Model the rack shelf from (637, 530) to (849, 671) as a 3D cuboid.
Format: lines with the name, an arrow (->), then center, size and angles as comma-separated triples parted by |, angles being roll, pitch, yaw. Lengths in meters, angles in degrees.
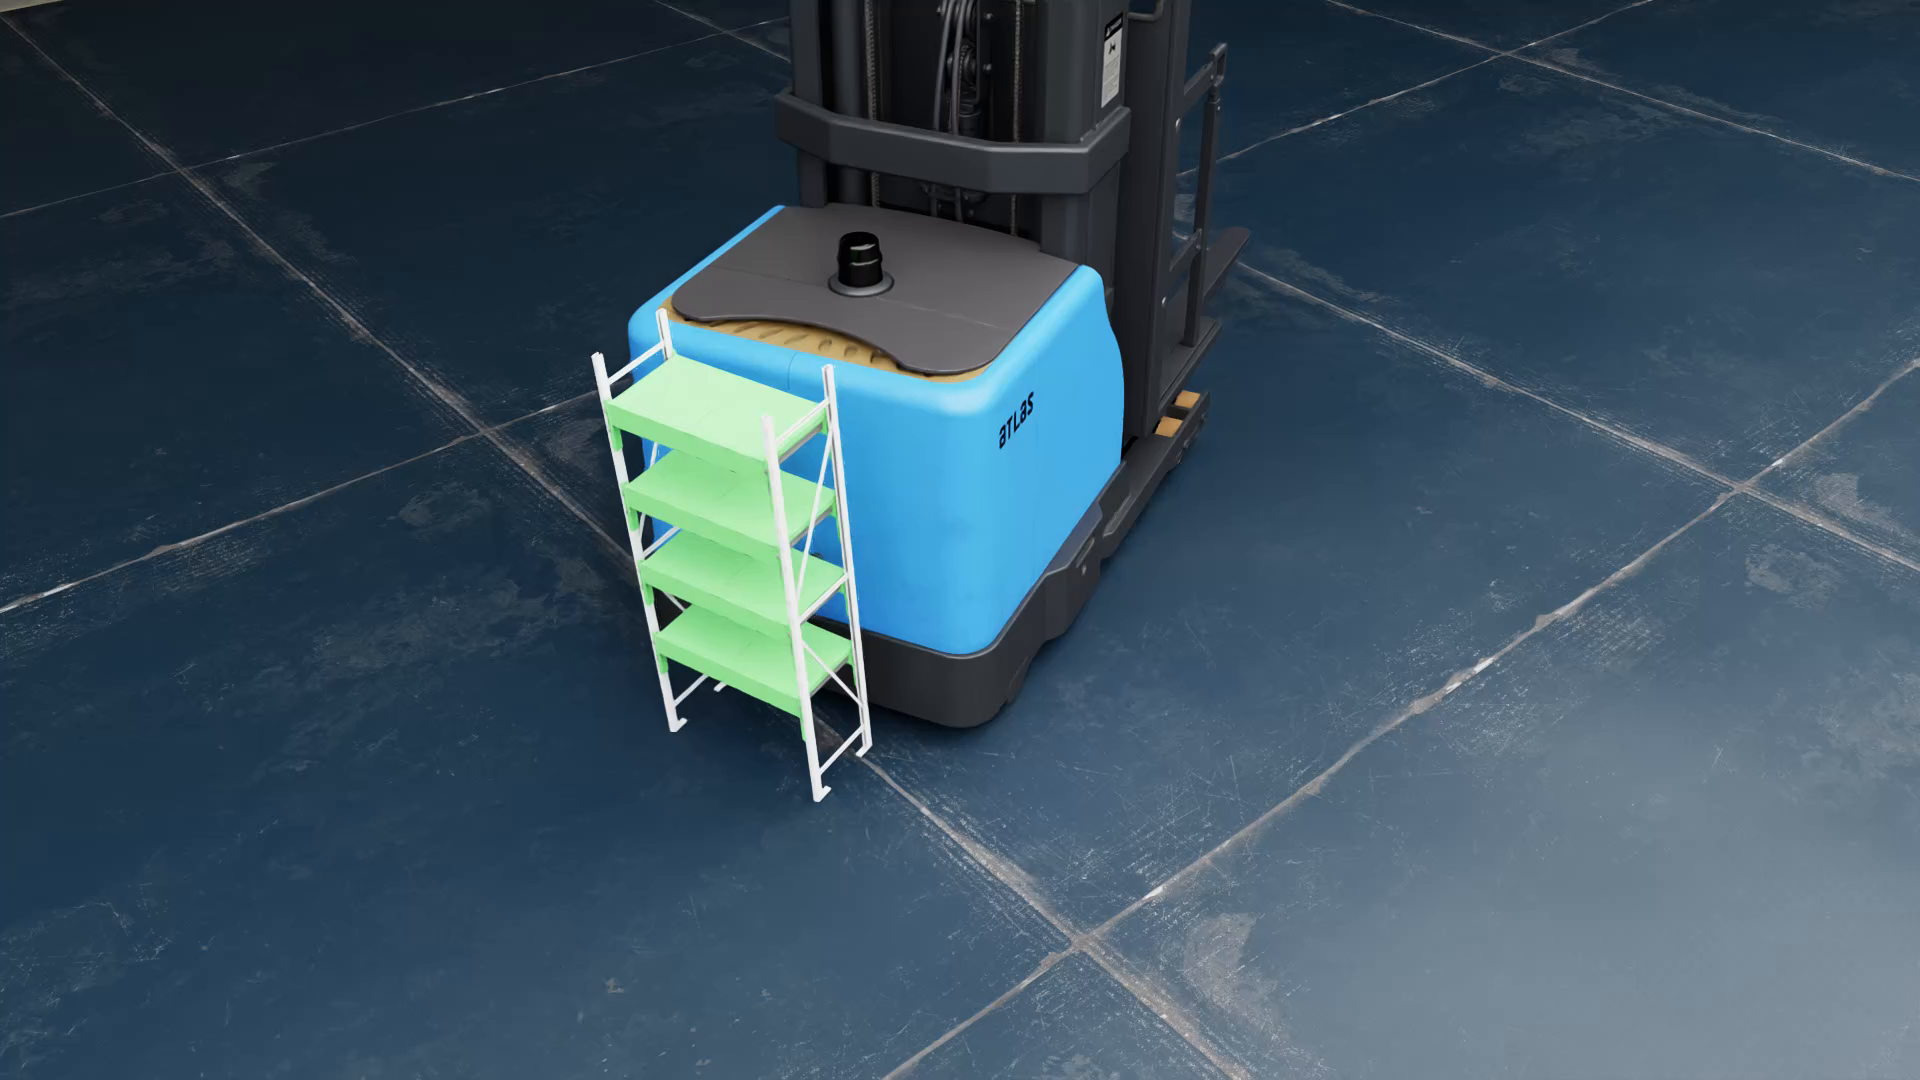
rack shelf -> -0.532, 0.116, 4.143 | 0.480, 0.148, 0.258 | 21, 44, 26

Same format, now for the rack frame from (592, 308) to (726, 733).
rack frame -> -0.739, -0.011, 4.212 | 0.015, 1.200, 0.240 | 21, 44, 26

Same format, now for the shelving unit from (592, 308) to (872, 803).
shelving unit -> -0.534, 0.066, 4.103 | 0.503, 1.200, 0.258 | 21, 44, 26

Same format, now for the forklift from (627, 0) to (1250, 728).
forklift -> 0.213, -1.539, 4.887 | 1.130, 2.935, 3.031 | 15, 38, 20

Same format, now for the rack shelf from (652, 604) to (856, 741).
rack shelf -> -0.522, 0.303, 4.293 | 0.480, 0.148, 0.258 | 21, 44, 26

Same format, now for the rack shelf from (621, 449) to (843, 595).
rack shelf -> -0.541, -0.071, 3.993 | 0.480, 0.148, 0.258 | 21, 44, 26

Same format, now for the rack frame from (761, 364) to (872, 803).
rack frame -> -0.330, 0.143, 3.995 | 0.015, 1.200, 0.240 | 21, 44, 26

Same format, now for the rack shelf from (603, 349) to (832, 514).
rack shelf -> -0.551, -0.258, 3.843 | 0.480, 0.148, 0.258 | 21, 44, 26
